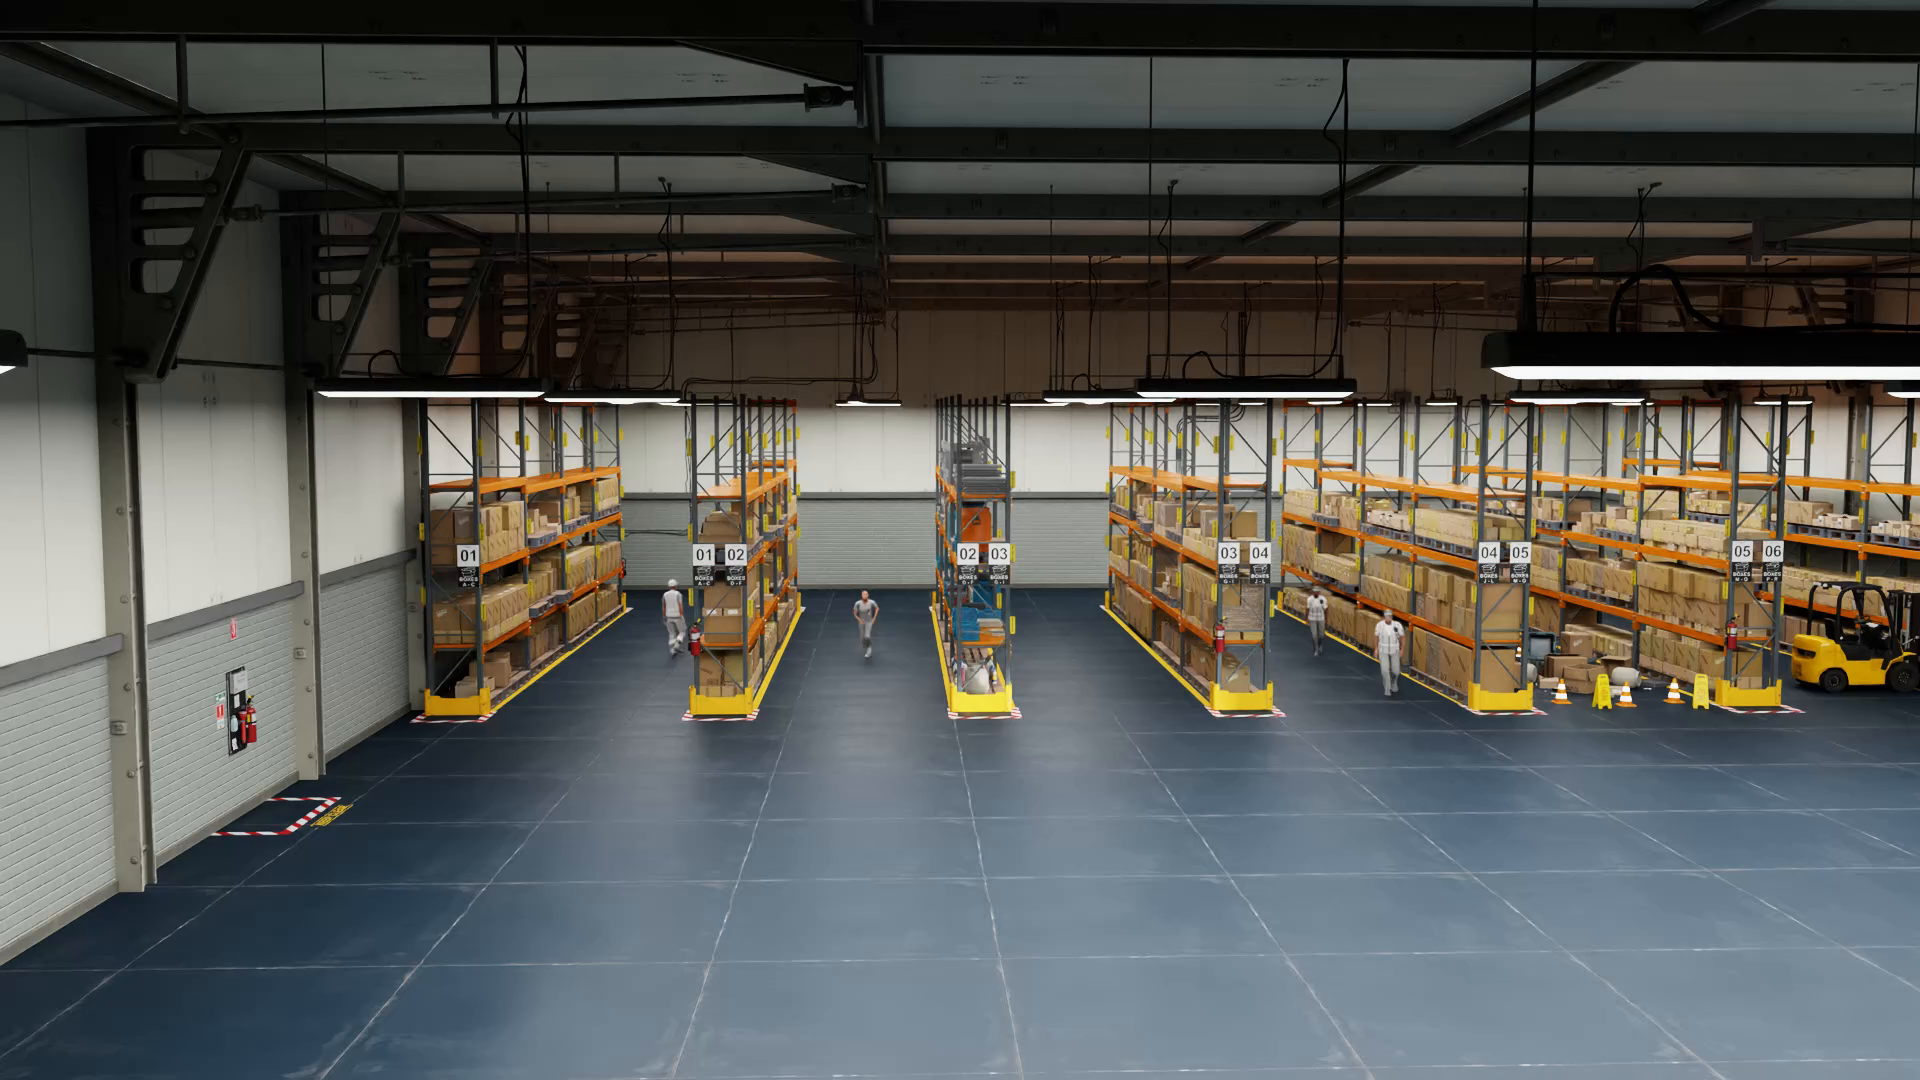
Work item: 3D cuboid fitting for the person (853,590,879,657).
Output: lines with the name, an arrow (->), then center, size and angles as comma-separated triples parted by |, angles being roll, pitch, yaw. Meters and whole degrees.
person -> -2.166, 1.935, 38.323 | 0.546, 1.553, 0.711 | 1, 5, 10

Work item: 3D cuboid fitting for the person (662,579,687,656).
person -> -6.633, 1.800, 38.490 | 0.581, 1.775, 0.542 | 1, 5, 10

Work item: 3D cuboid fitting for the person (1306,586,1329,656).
person -> 8.309, 1.862, 38.692 | 0.502, 1.656, 0.581 | 1, 5, 9

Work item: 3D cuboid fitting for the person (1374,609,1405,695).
person -> 8.640, 2.230, 33.454 | 0.600, 1.742, 0.615 | 1, 5, 14
